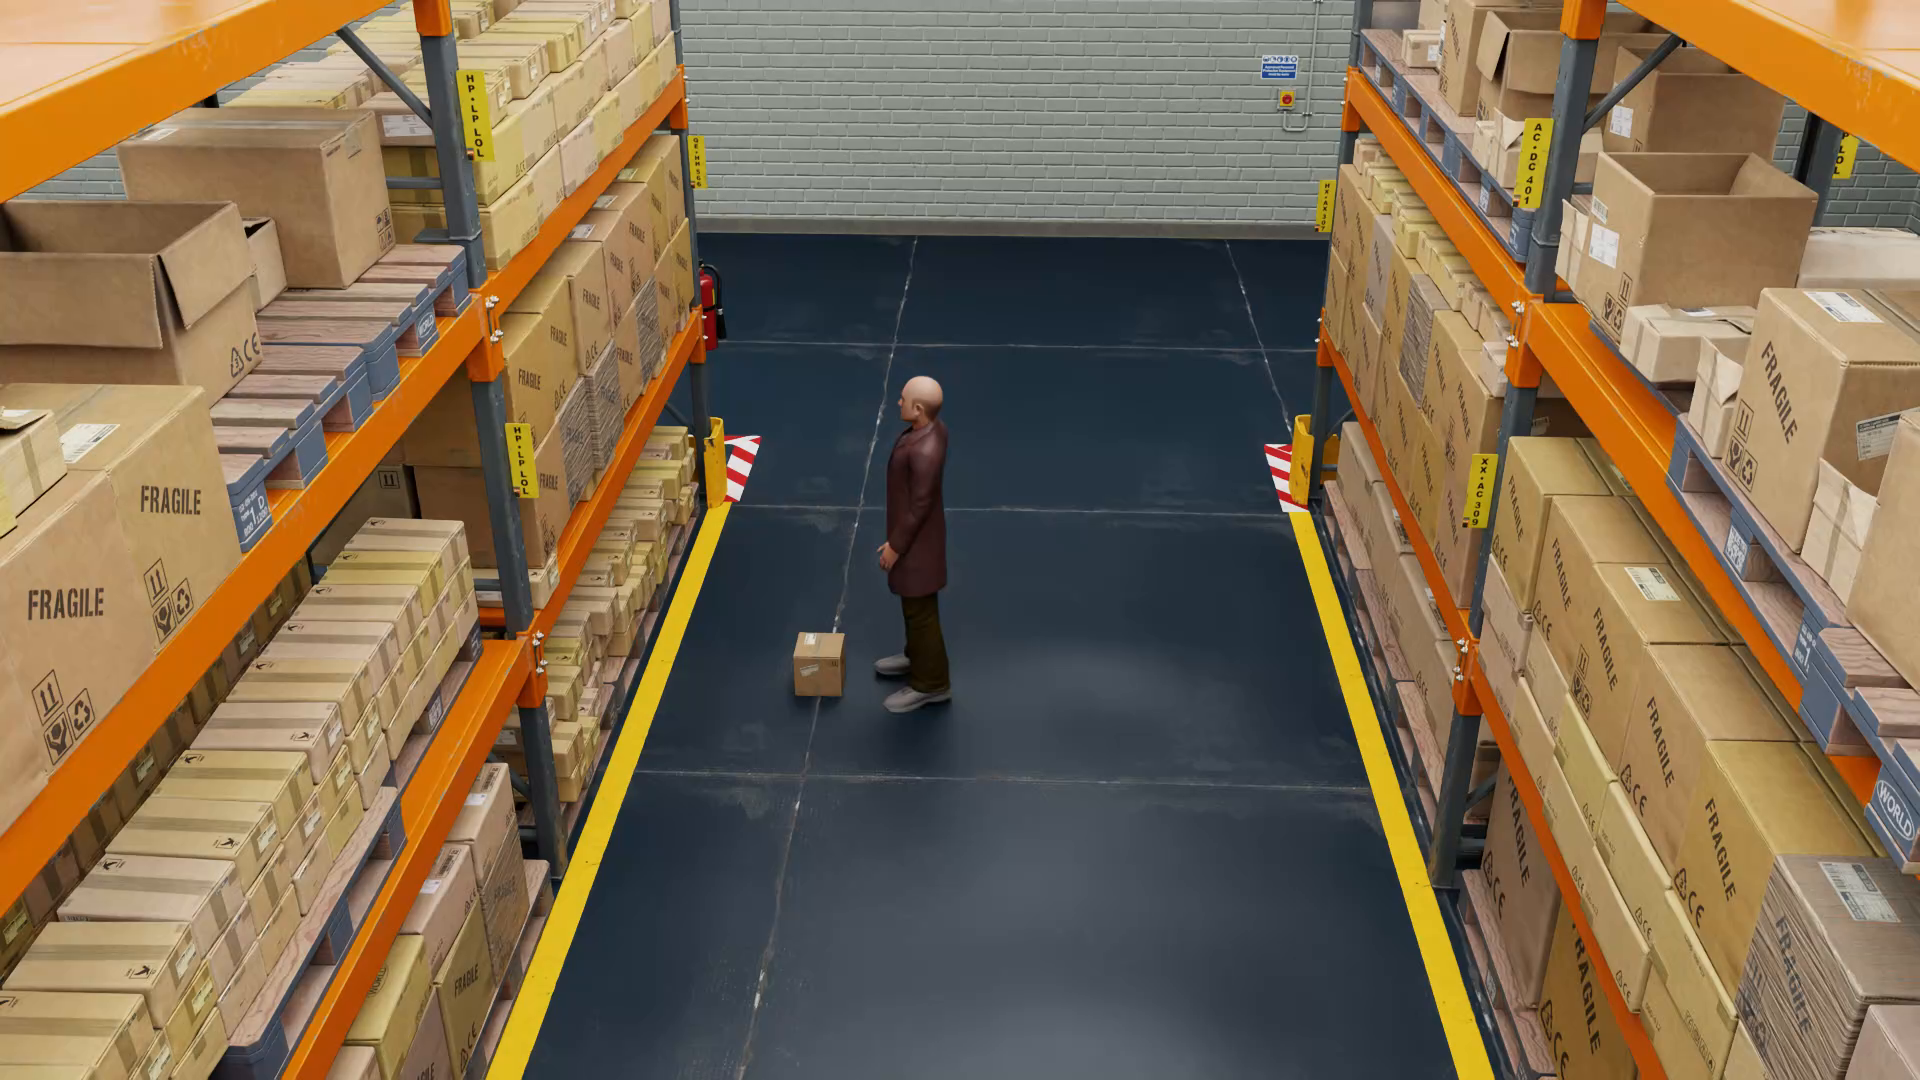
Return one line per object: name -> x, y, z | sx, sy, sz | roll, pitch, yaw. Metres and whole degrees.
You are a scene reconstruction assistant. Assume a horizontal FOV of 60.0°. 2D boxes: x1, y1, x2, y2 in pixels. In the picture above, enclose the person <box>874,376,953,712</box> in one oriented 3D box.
person -> -0.255, -0.006, 8.635 | 0.445, 1.798, 0.574 | 1, 28, 2
